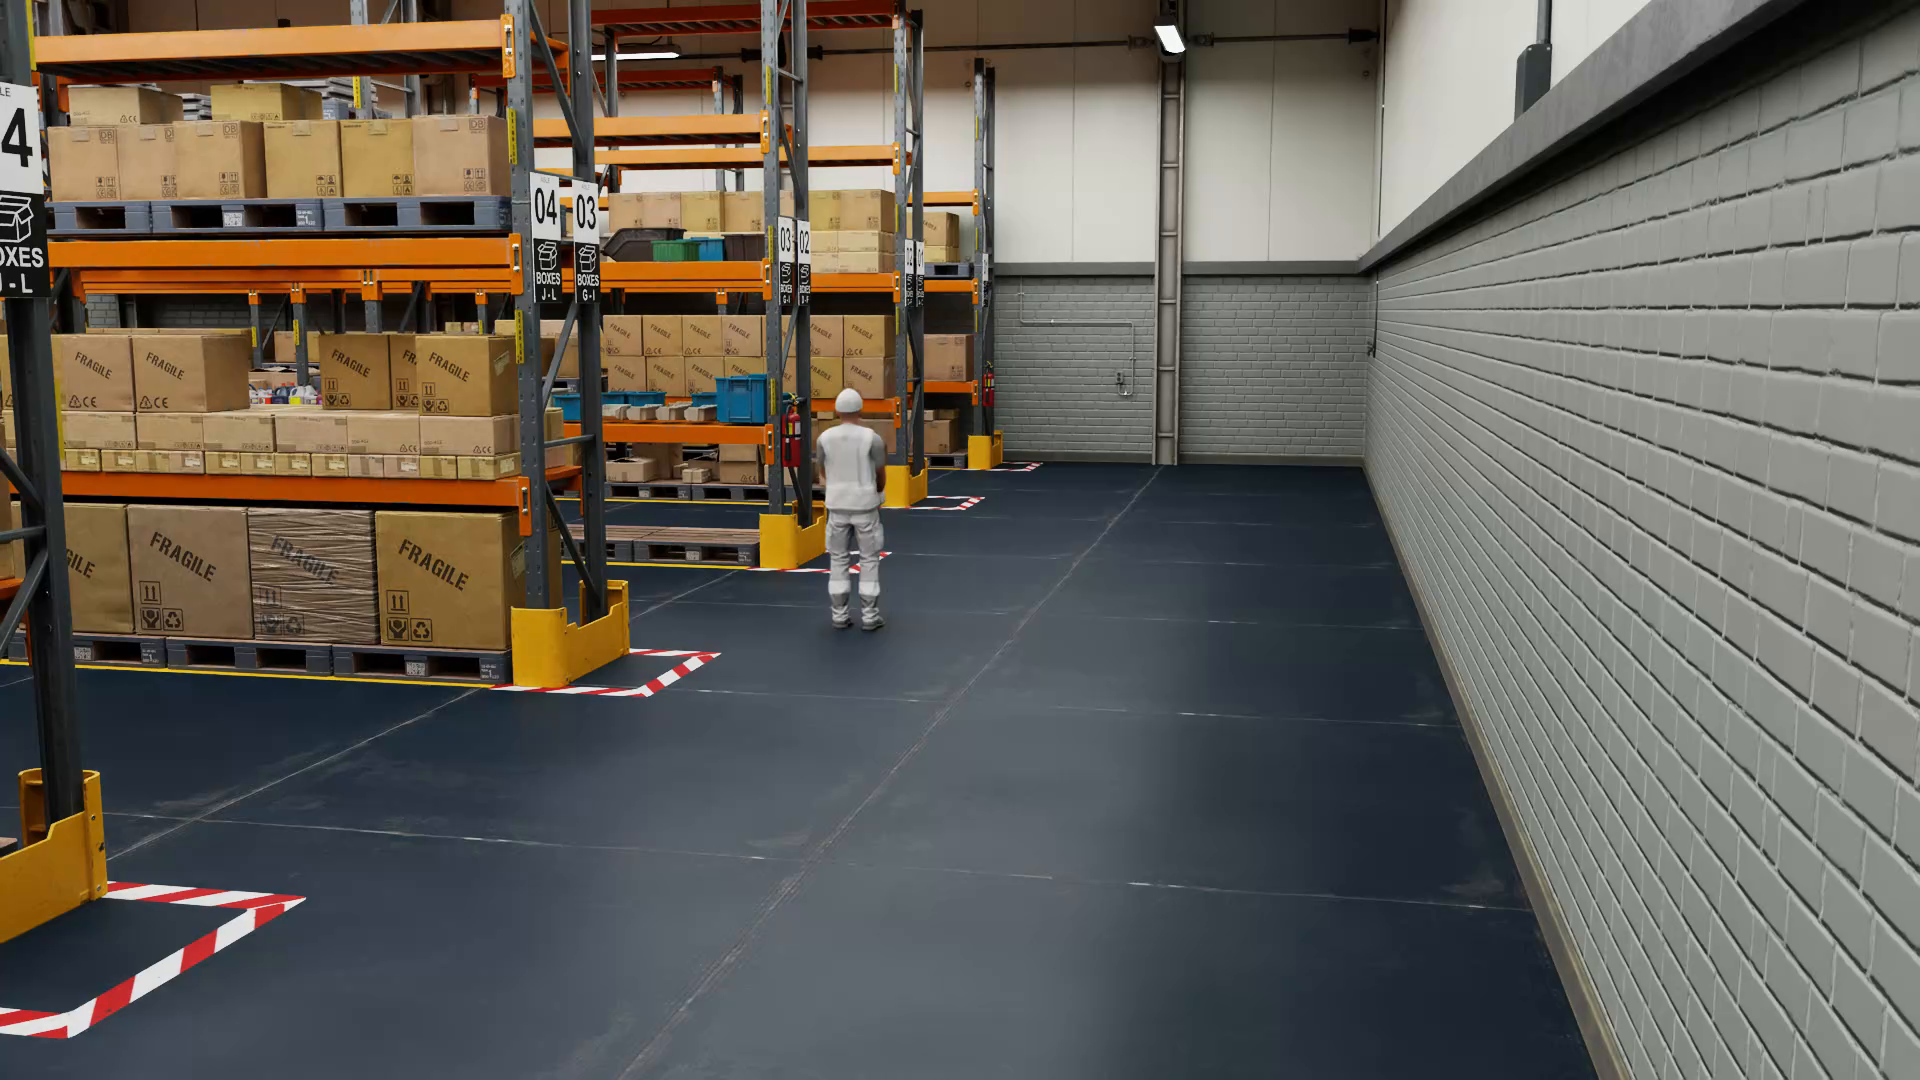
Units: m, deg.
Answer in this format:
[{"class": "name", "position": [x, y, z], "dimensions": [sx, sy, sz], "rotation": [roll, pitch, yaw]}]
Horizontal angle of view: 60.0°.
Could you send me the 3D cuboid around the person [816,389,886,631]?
[{"class": "person", "position": [-0.785, -0.239, 12.441], "dimensions": [0.519, 1.793, 0.547], "rotation": [2, 8, 11]}]
